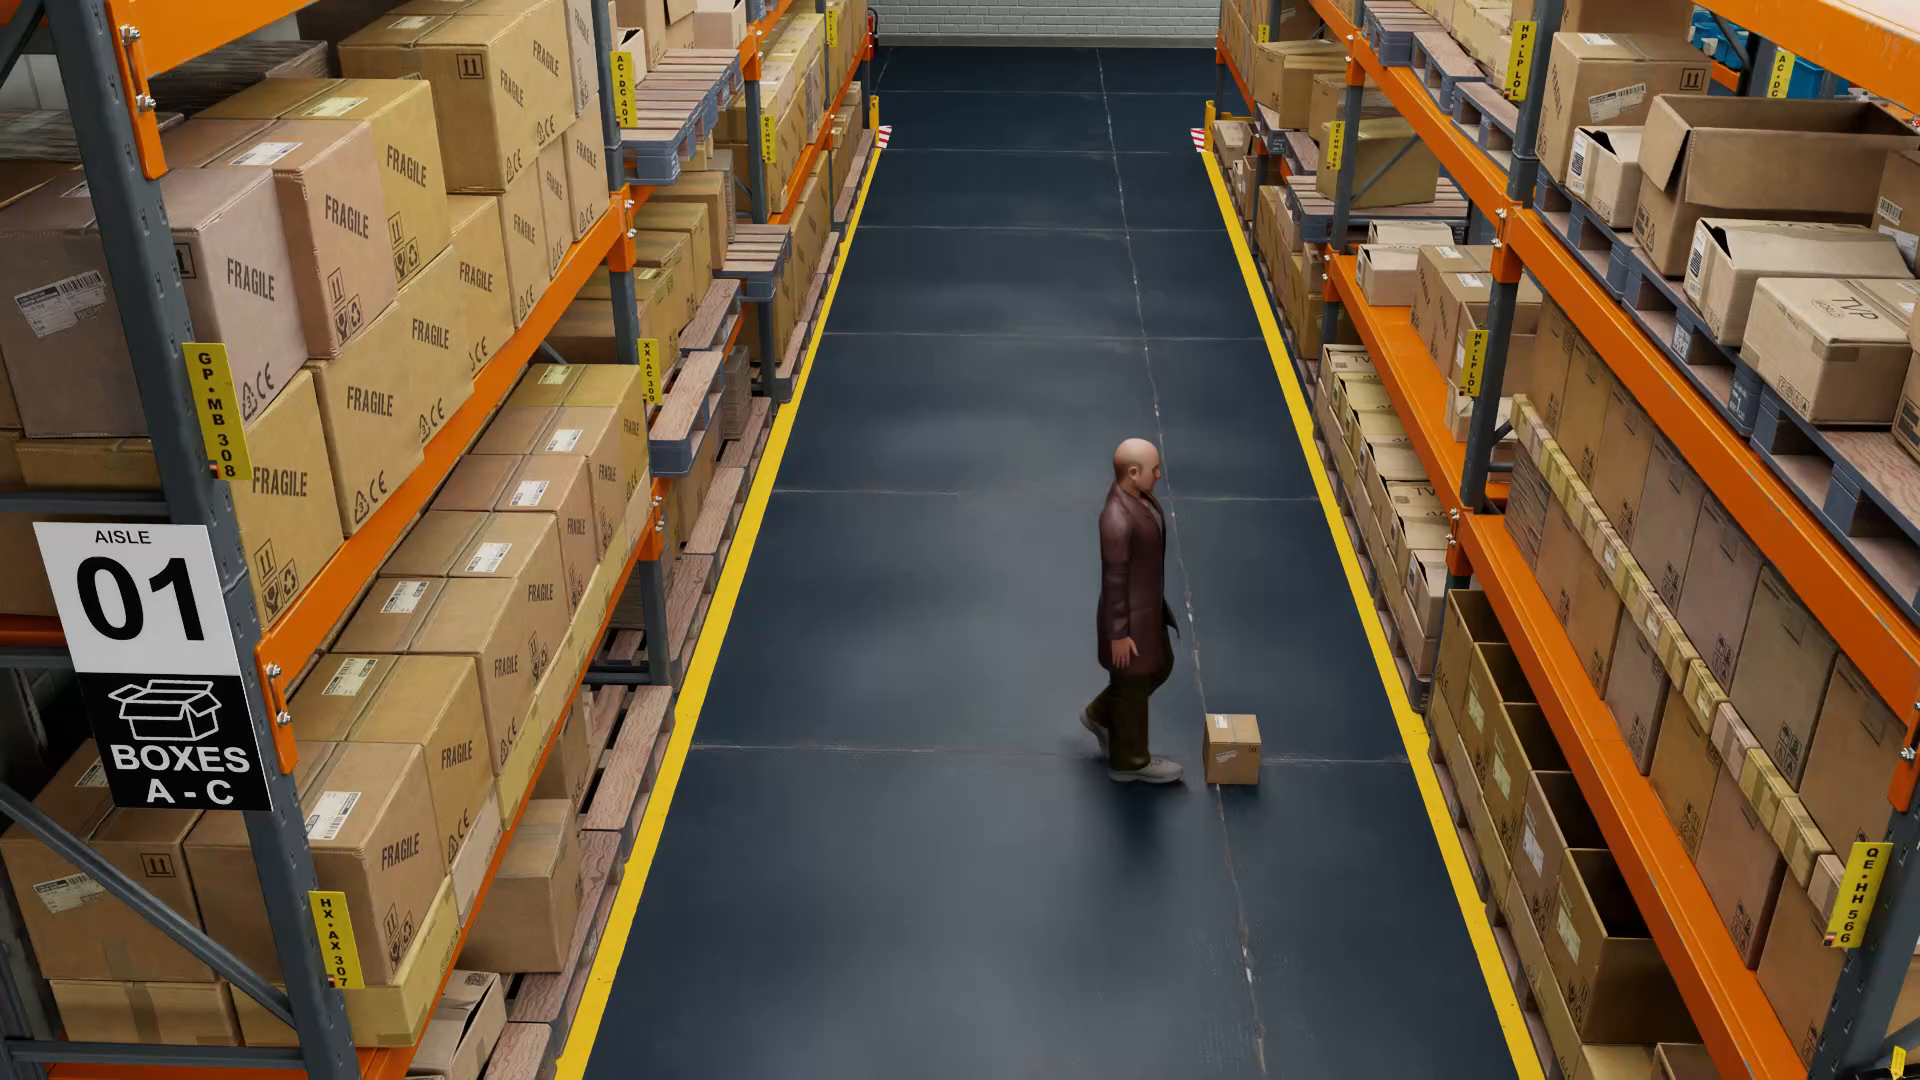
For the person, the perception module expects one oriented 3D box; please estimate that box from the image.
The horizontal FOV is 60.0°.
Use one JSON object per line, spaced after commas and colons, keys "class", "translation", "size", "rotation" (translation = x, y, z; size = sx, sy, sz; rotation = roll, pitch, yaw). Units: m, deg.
{"class": "person", "translation": [0.844, 0.362, 7.947], "size": [0.565, 1.794, 0.623], "rotation": [6, 28, 12]}
